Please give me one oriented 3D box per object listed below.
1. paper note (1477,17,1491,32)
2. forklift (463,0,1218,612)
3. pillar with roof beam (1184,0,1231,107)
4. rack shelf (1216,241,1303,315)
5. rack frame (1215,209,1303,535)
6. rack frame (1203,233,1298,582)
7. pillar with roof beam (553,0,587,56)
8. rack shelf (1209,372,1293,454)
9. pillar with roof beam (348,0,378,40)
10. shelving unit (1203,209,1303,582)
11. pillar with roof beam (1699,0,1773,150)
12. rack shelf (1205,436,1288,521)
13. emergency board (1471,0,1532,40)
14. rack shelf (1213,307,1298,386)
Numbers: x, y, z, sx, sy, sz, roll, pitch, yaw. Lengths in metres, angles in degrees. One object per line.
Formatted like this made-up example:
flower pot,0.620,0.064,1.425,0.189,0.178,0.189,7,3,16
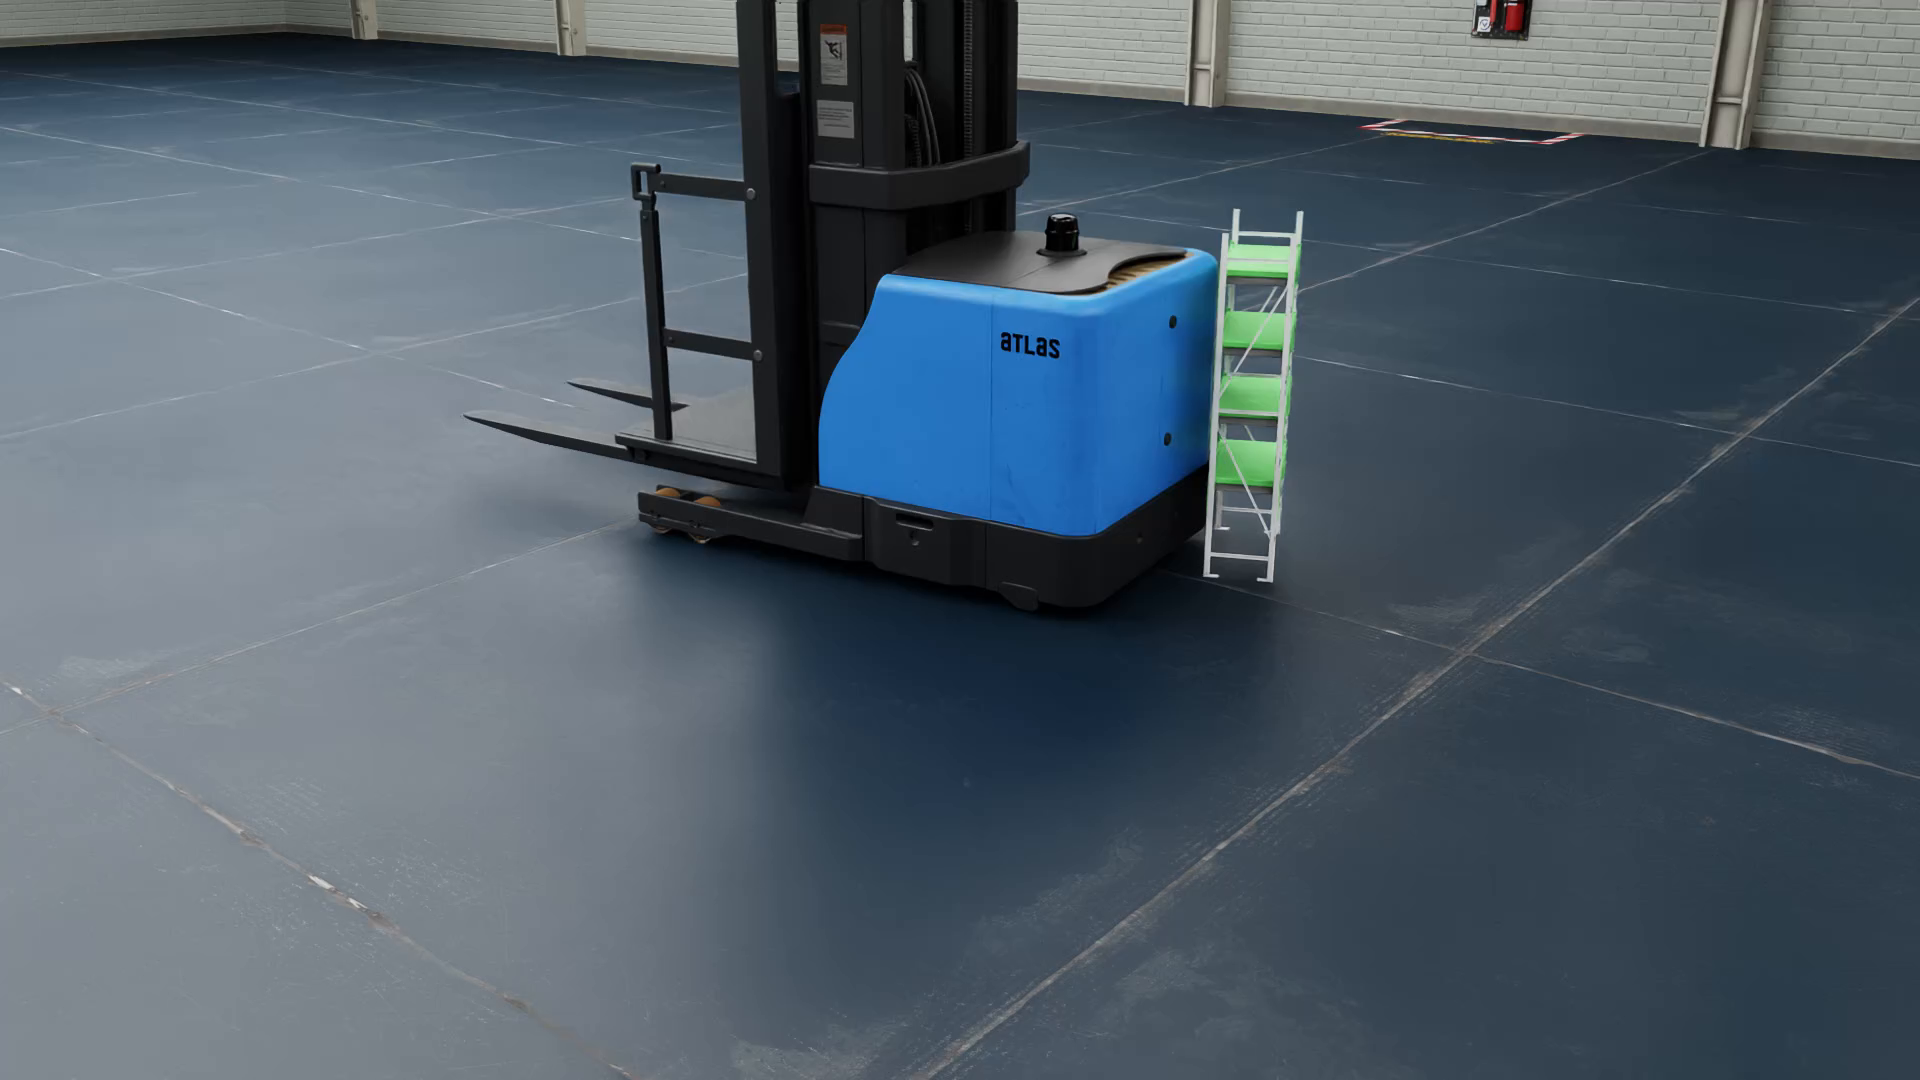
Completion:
paper note,5.624,-5.530,17.829,0.142,0.148,0.016,16,26,36
forklift,-0.608,-1.507,6.011,3.031,2.935,1.130,12,24,29
pillar with roof beam,0.238,-8.291,15.400,0.400,9.000,9.100,16,26,36
rack shelf,1.026,-0.900,5.674,0.258,0.148,0.480,5,21,12
rack frame,1.081,-0.594,6.043,0.240,1.200,0.015,5,21,12
rack frame,0.971,-0.426,5.598,0.240,1.200,0.015,5,21,12
pillar with roof beam,-9.059,-10.968,22.500,0.400,9.000,9.100,16,26,36
rack shelf,1.026,-0.450,5.843,0.258,0.148,0.480,5,21,12
pillar with roof beam,-13.707,-12.307,26.049,0.400,9.000,9.100,16,26,36
shelving unit,1.026,-0.510,5.821,0.258,1.200,0.503,5,21,12
pillar with roof beam,4.886,-6.952,11.850,0.400,9.000,9.100,16,26,36
rack shelf,1.026,-0.226,5.928,0.258,0.148,0.480,5,21,12
emergency board,5.718,-5.884,17.519,0.643,1.169,0.194,16,26,36
rack shelf,1.026,-0.675,5.758,0.258,0.148,0.480,5,21,12
